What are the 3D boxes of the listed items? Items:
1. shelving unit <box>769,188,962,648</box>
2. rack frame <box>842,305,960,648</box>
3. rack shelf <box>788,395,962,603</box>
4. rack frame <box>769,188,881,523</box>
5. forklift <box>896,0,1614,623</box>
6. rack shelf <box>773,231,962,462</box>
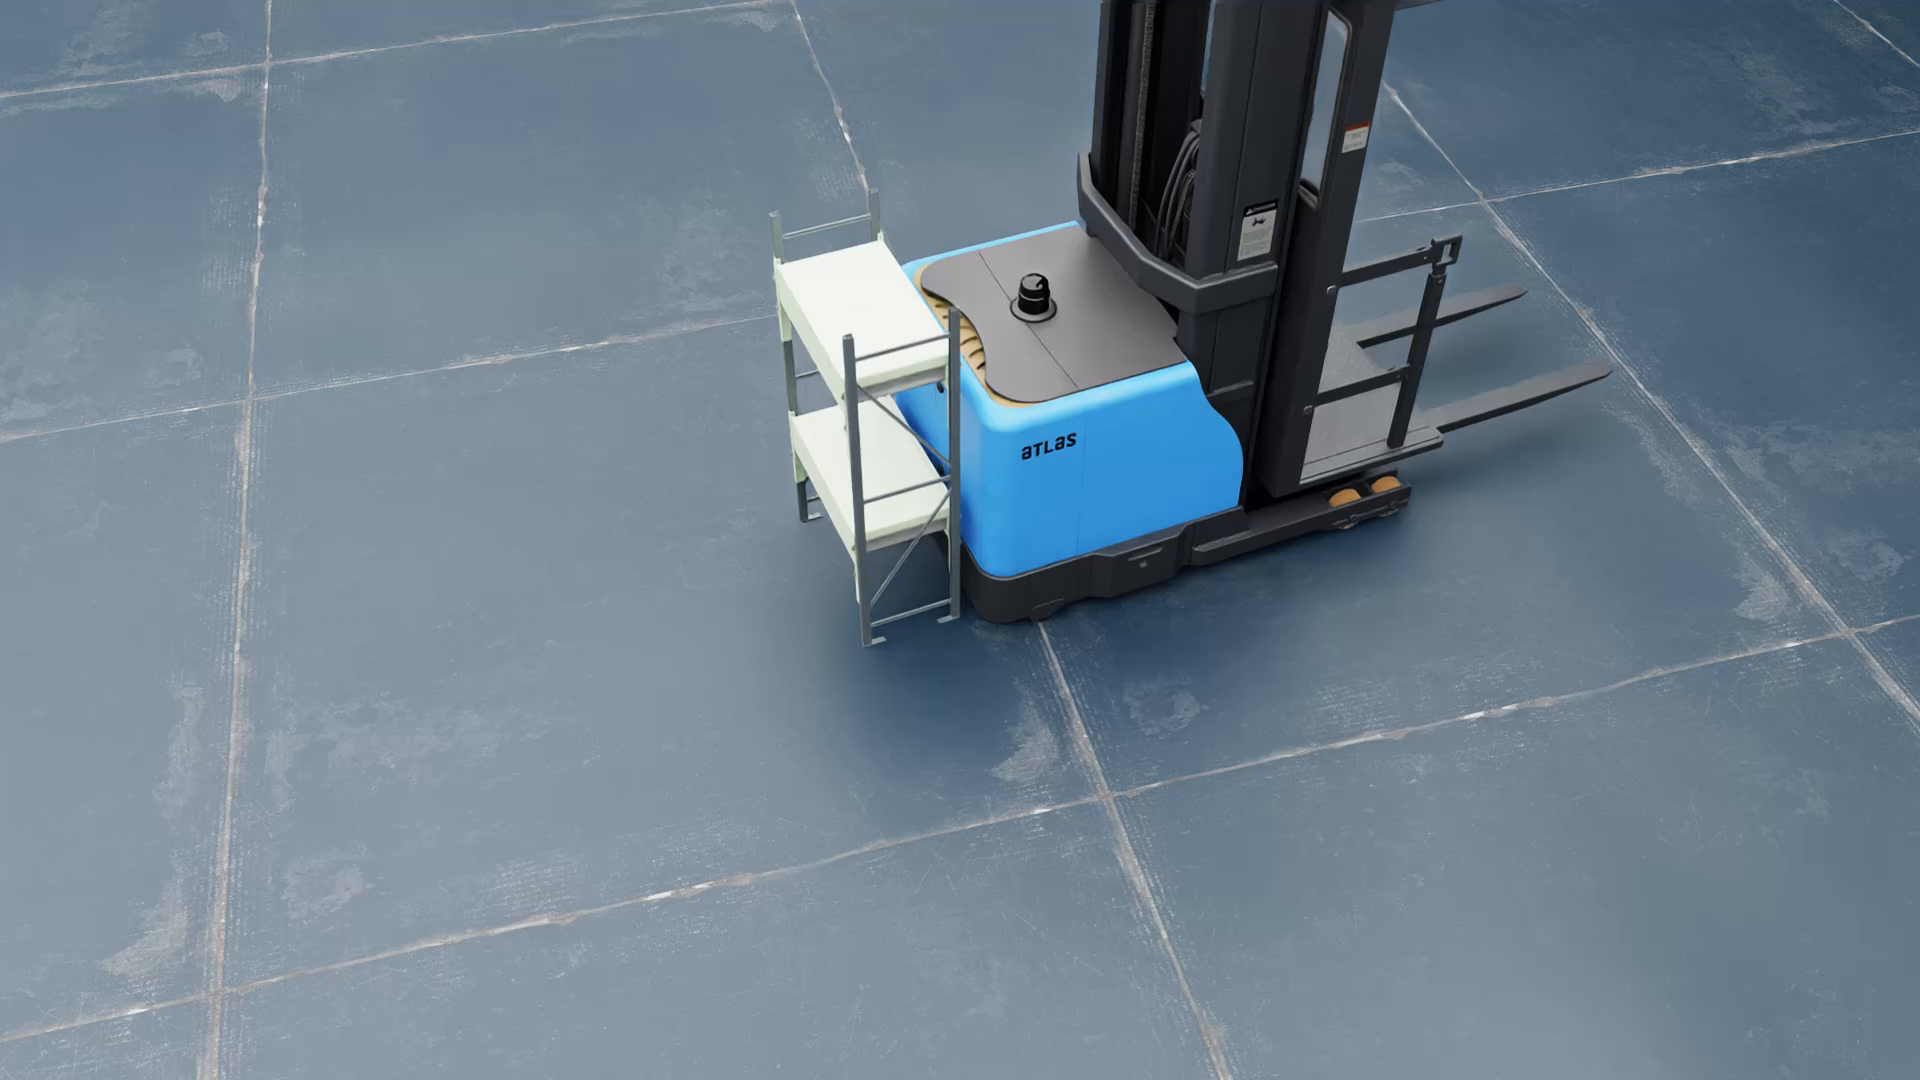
[{"bbox_3d":[-0.330,-0.415,6.107,0.431,1.500,0.755,-17,48,-16],"label":"shelving unit"},{"bbox_3d":[-0.188,-0.175,5.871,0.400,1.500,0.023,-17,48,-16],"label":"rack frame"},{"bbox_3d":[-0.330,-0.187,6.340,0.431,0.370,0.720,-17,48,-16],"label":"rack shelf"},{"bbox_3d":[-0.473,-0.656,6.343,0.400,1.500,0.023,-17,48,-16],"label":"rack frame"},{"bbox_3d":[1.294,-1.402,6.072,3.031,2.935,1.130,-17,48,-16],"label":"forklift"},{"bbox_3d":[-0.331,-0.688,5.828,0.431,0.370,0.720,-17,48,-16],"label":"rack shelf"}]
